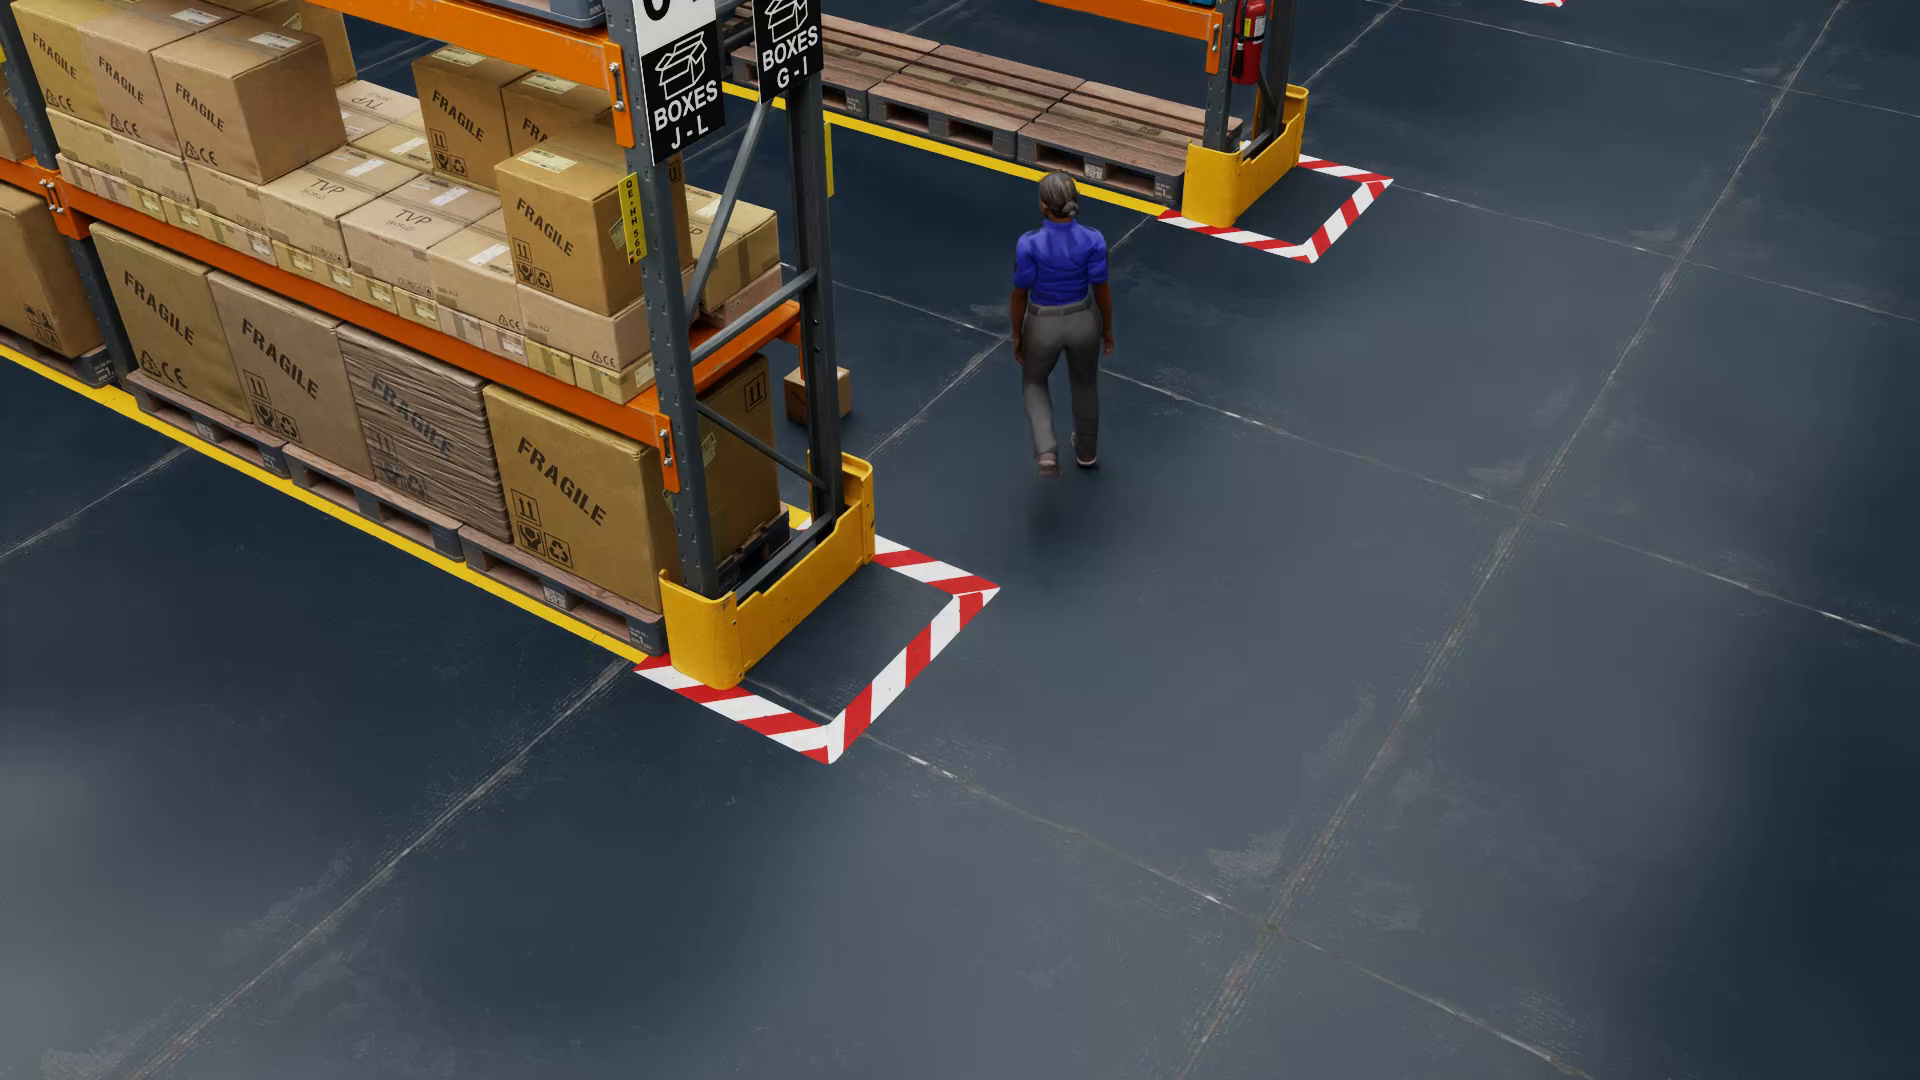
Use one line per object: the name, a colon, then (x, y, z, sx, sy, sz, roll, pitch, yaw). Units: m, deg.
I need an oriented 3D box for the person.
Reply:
person: (0.488, -0.983, 7.898, 0.511, 1.639, 0.642, -1, 39, -2)
